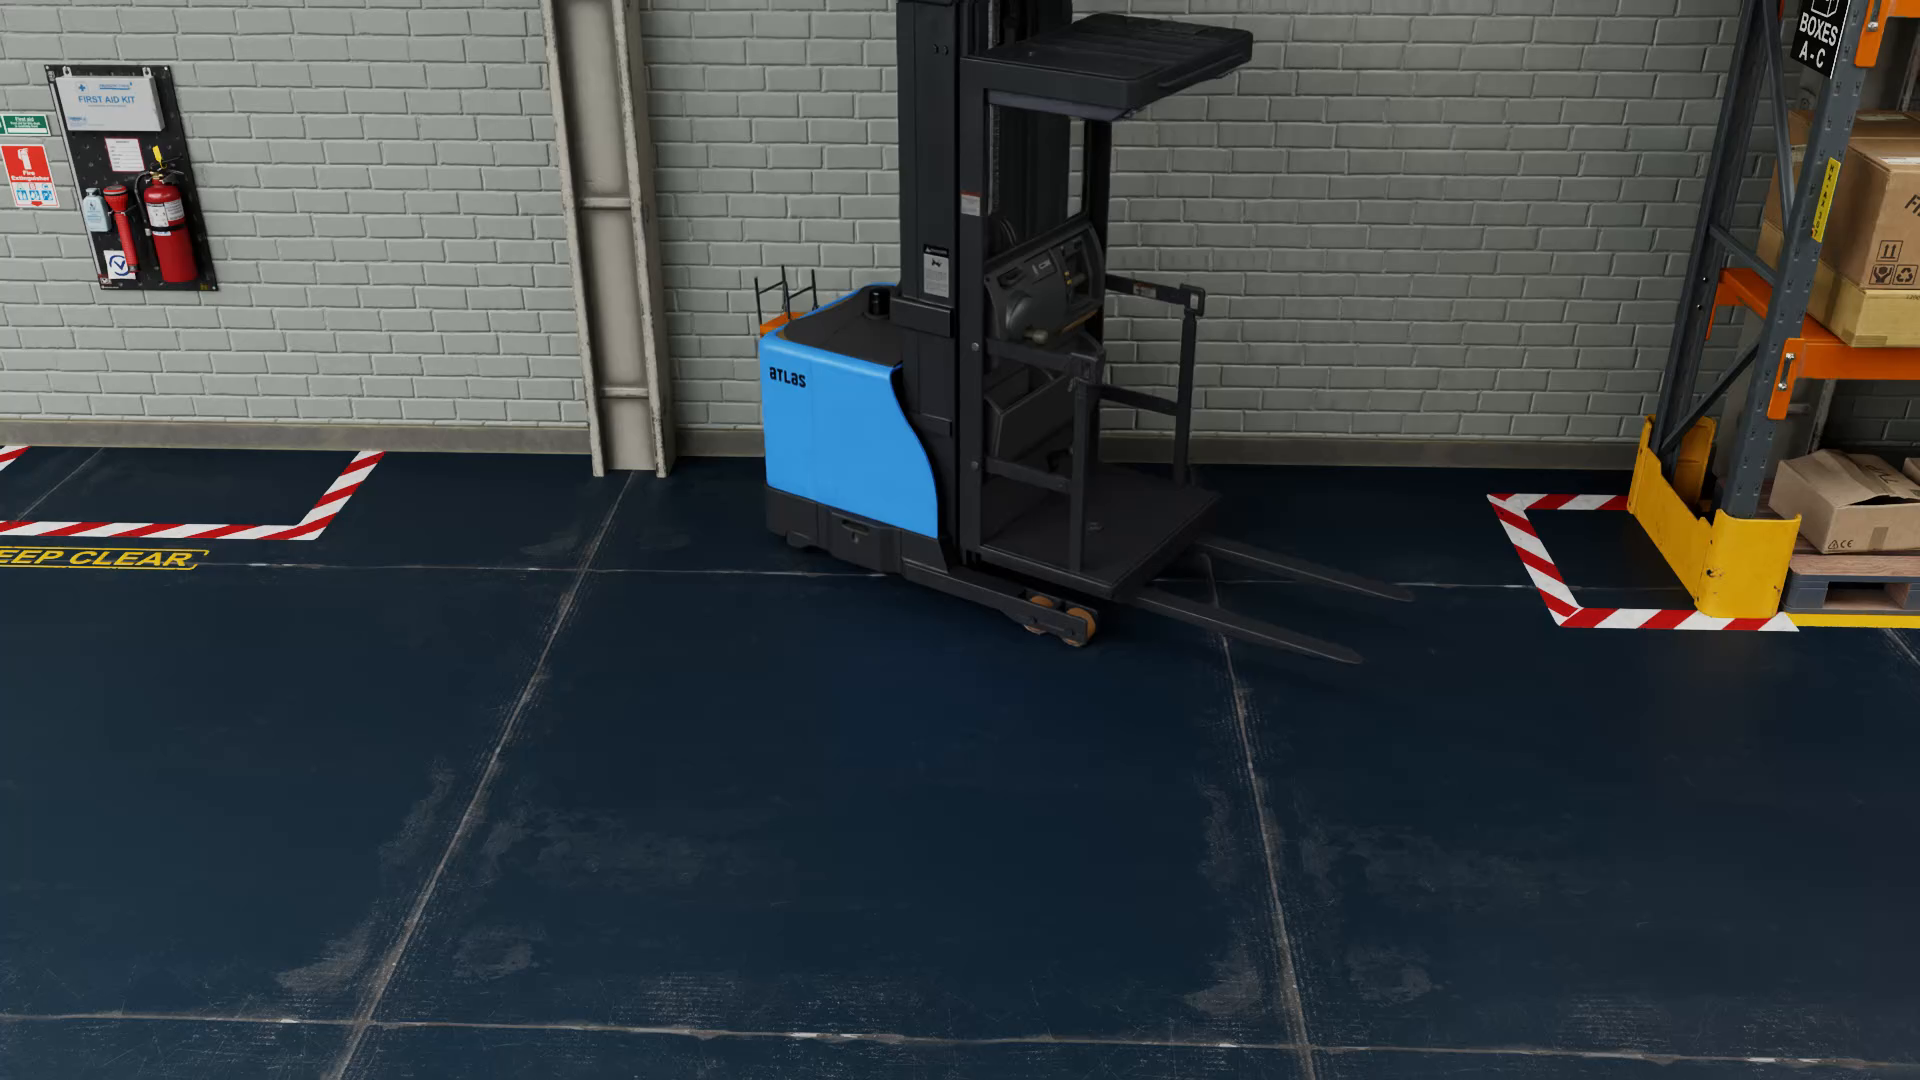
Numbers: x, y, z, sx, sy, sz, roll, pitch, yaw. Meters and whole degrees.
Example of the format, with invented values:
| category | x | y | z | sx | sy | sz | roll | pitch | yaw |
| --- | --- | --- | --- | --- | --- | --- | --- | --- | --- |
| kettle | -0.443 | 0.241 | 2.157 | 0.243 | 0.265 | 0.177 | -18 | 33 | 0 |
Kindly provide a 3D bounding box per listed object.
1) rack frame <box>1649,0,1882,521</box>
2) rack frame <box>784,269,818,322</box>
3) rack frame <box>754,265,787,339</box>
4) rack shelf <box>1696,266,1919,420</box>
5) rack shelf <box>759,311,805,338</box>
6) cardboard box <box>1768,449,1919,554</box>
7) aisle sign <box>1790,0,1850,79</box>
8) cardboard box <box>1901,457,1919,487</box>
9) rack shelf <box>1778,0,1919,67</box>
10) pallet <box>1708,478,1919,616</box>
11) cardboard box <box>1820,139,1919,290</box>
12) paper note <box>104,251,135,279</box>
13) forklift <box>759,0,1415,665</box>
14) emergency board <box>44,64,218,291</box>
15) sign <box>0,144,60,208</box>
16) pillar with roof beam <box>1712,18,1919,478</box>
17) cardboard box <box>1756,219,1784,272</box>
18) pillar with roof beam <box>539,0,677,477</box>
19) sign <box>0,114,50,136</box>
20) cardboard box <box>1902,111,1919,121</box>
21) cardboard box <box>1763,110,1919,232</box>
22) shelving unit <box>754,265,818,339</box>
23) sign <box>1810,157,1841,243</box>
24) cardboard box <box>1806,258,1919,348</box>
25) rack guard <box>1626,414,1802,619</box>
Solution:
| category | x | y | z | sx | sy | sz | roll | pitch | yaw |
| --- | --- | --- | --- | --- | --- | --- | --- | --- | --- |
| rack frame | 3.509 | -1.243 | 7.393 | 0.127 | 3.000 | 1.000 | 1 | 28 | 2 |
| rack frame | -0.754 | -0.749 | 8.361 | 0.006 | 1.200 | 0.240 | 13 | 30 | 29 |
| rack frame | -0.910 | -0.784 | 8.450 | 0.006 | 1.200 | 0.240 | 13 | 30 | 29 |
| rack shelf | 5.508 | -0.892 | 7.499 | 4.000 | 0.370 | 1.077 | 1 | 28 | 2 |
| rack shelf | -0.847 | -1.049 | 8.266 | 0.180 | 0.103 | 0.258 | 13 | 30 | 29 |
| cardboard box | 4.198 | -0.196 | 7.818 | 0.500 | 0.311 | 0.500 | -2 | 28 | -4 |
| aisle sign | 3.427 | -2.253 | 6.521 | 0.004 | 0.787 | 0.394 | 1 | 28 | 2 |
| cardboard box | 4.767 | -0.187 | 7.800 | 0.500 | 0.311 | 0.500 | 3 | 28 | 6 |
| rack shelf | 5.508 | -2.218 | 6.796 | 4.000 | 0.370 | 1.077 | 1 | 28 | 2 |
| pallet | 4.396 | 0.020 | 7.987 | 1.213 | 0.211 | 1.003 | 1 | 28 | 2 |
| cardboard box | 3.976 | -1.369 | 6.967 | 0.500 | 0.500 | 0.500 | 1 | 28 | 2 |
| paper note | -4.400 | -1.440 | 8.705 | 0.142 | 0.148 | 0.016 | 1 | 28 | 2 |
| forklift | 0.555 | -1.109 | 7.212 | 3.031 | 2.935 | 1.130 | 17 | 32 | 29 |
| emergency board | -4.225 | -1.794 | 8.432 | 0.643 | 1.169 | 0.194 | 1 | 28 | 2 |
| sign | -4.774 | -1.868 | 8.532 | 0.234 | 0.329 | 0.001 | 1 | 28 | 2 |
| pillar with roof beam | 4.088 | -2.272 | 2.928 | 0.400 | 9.000 | 9.100 | 1 | 28 | 2 |
| cardboard box | 3.983 | -1.269 | 7.580 | 0.500 | 0.250 | 0.500 | 1 | 28 | 3 |
| pillar with roof beam | -1.909 | -2.371 | 3.115 | 0.400 | 9.000 | 9.100 | 1 | 28 | 2 |
| sign | -4.770 | -2.097 | 8.400 | 0.331 | 0.109 | 0.001 | 1 | 28 | 2 |
| cardboard box | 4.491 | -1.596 | 7.396 | 0.500 | 0.500 | 0.500 | 1 | 28 | 2 |
| cardboard box | 3.988 | -1.609 | 7.420 | 0.500 | 0.500 | 0.500 | 1 | 28 | 1 |
| shelving unit | -0.832 | -0.767 | 8.406 | 0.189 | 1.200 | 0.258 | 13 | 30 | 29 |
| sign | 3.490 | -1.372 | 6.711 | 0.005 | 0.325 | 0.100 | 1 | 28 | 2 |
| cardboard box | 3.986 | -1.029 | 7.127 | 0.500 | 0.250 | 0.500 | 0 | 28 | 0 |
| rack guard | 3.585 | -0.138 | 7.976 | 0.348 | 0.500 | 1.175 | 1 | 28 | 2 |
